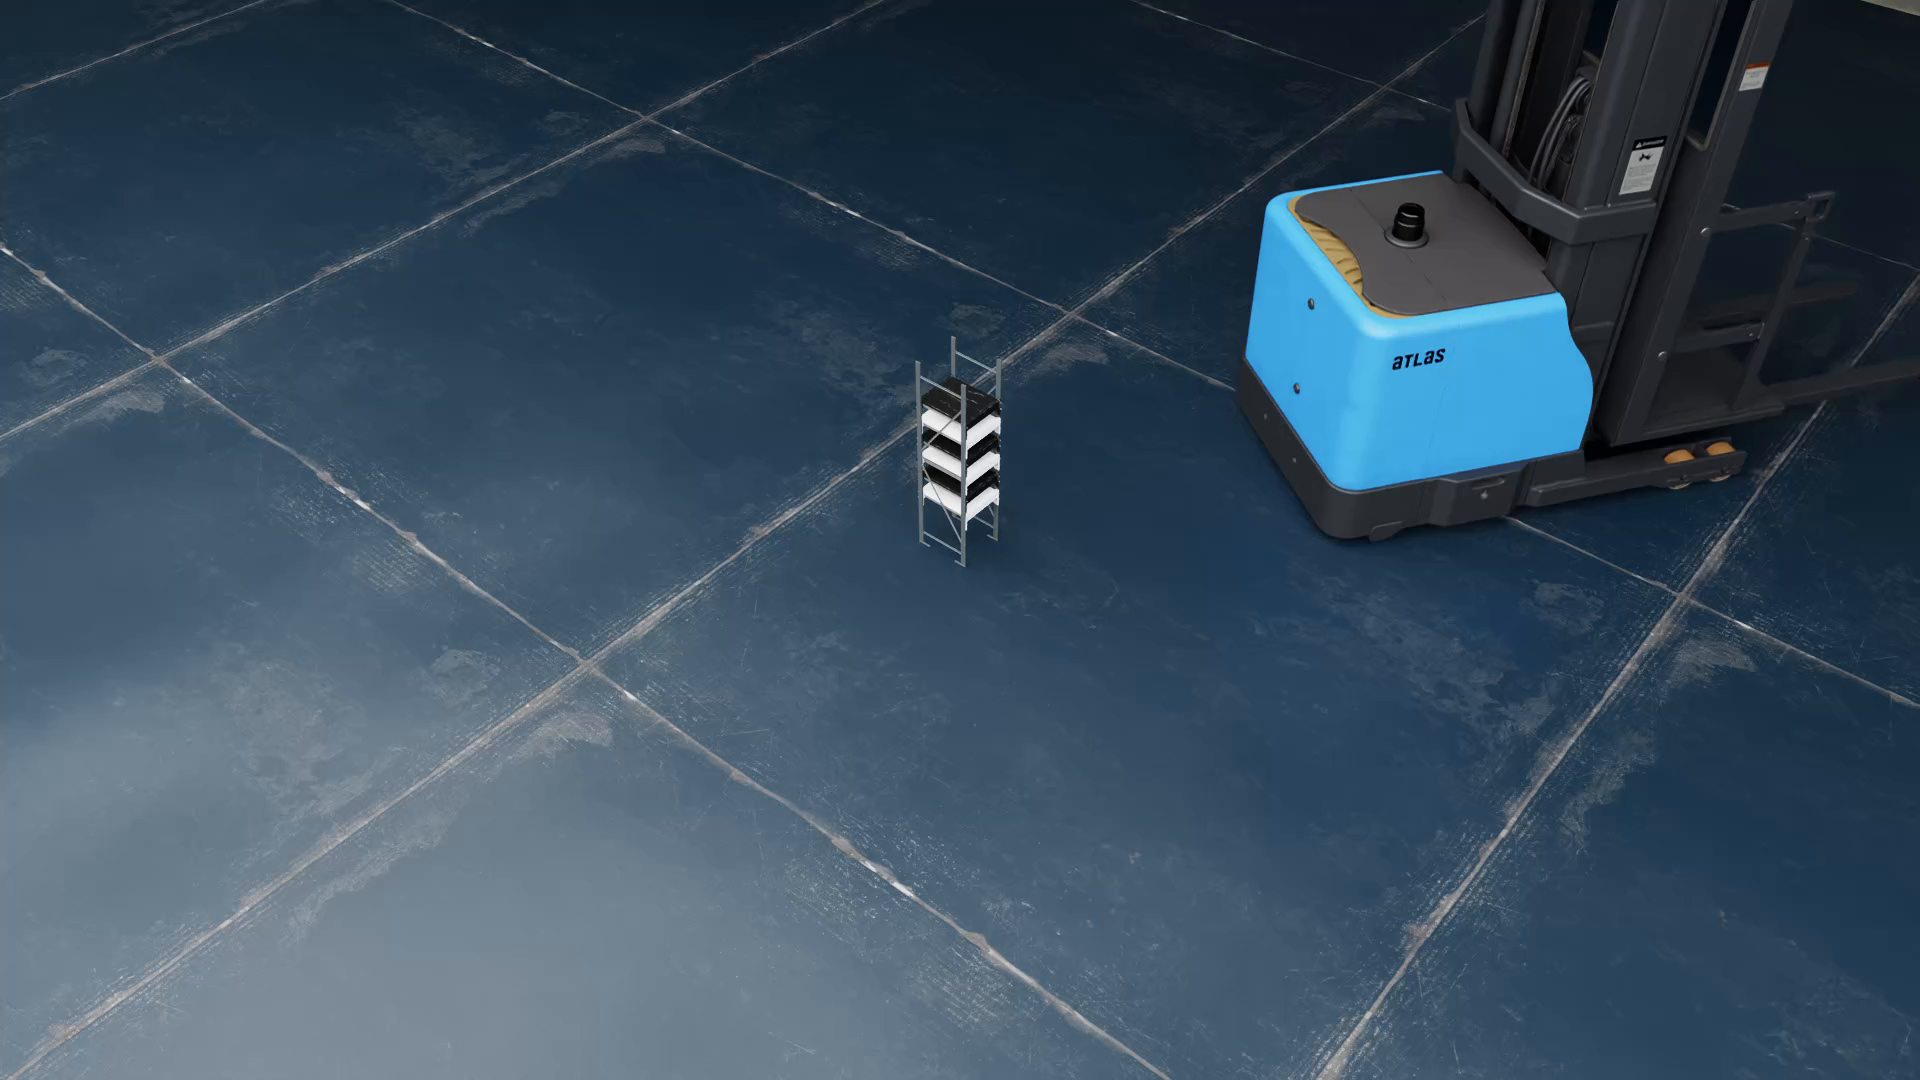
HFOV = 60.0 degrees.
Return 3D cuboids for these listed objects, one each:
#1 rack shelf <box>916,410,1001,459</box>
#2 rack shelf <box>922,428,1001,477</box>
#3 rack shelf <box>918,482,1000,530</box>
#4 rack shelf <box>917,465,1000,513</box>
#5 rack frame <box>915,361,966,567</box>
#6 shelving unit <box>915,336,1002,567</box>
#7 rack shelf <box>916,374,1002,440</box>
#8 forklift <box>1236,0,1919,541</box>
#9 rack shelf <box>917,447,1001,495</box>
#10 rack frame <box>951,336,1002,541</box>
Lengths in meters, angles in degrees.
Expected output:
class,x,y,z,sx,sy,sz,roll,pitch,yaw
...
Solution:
class,x,y,z,sx,sy,sz,roll,pitch,yaw
rack shelf,-0.005,-0.437,6.344,0.258,0.077,0.200,29,50,28
rack shelf,-0.005,-0.371,6.405,0.258,0.077,0.200,29,50,28
rack shelf,-0.005,-0.171,6.586,0.258,0.077,0.200,29,50,28
rack shelf,-0.005,-0.238,6.526,0.258,0.077,0.200,29,50,28
rack frame,-0.071,-0.276,6.385,0.240,0.900,0.006,29,50,28
shelving unit,-0.005,-0.329,6.443,0.258,0.900,0.210,29,50,28
rack shelf,-0.005,-0.504,6.283,0.258,0.077,0.200,29,50,28
forklift,2.790,-1.630,6.364,3.031,2.935,1.130,-11,43,-11
rack shelf,-0.005,-0.304,6.465,0.258,0.077,0.200,29,50,28
rack frame,0.060,-0.381,6.500,0.240,0.900,0.006,29,50,28
